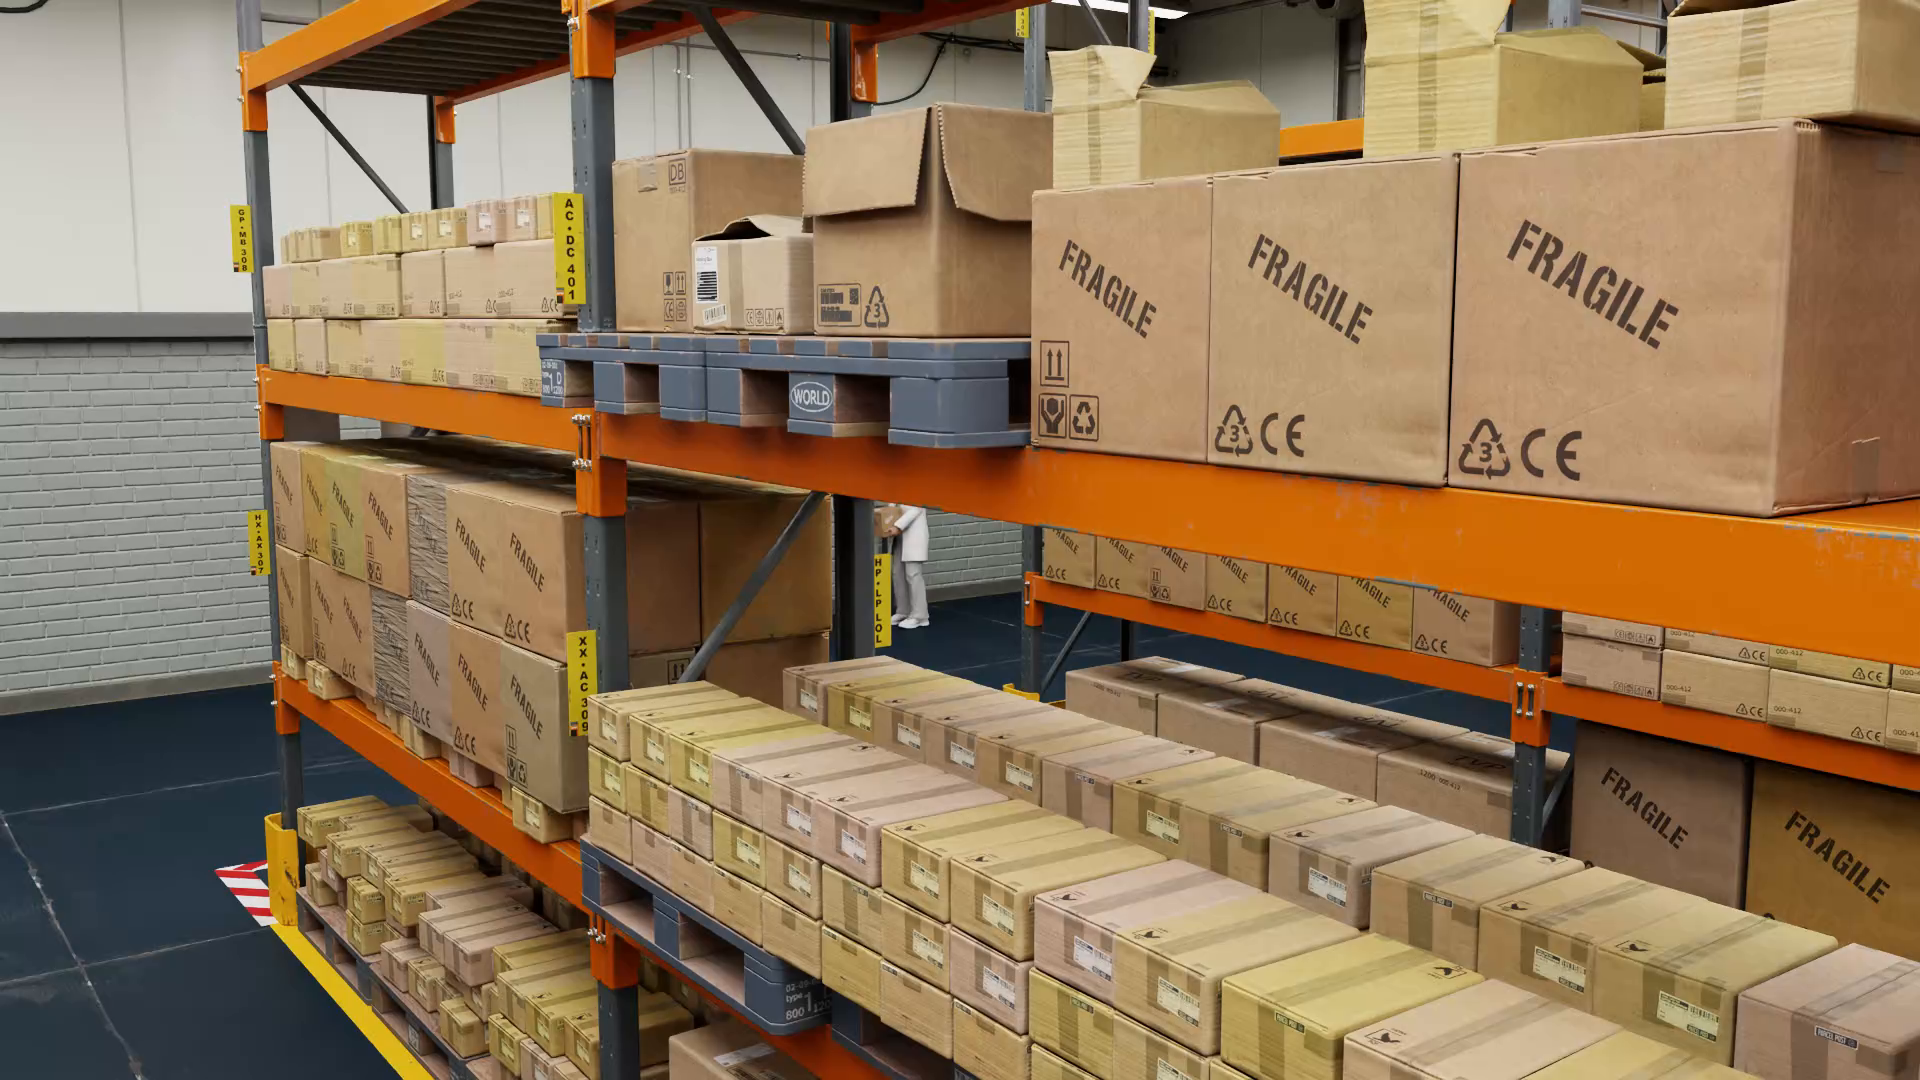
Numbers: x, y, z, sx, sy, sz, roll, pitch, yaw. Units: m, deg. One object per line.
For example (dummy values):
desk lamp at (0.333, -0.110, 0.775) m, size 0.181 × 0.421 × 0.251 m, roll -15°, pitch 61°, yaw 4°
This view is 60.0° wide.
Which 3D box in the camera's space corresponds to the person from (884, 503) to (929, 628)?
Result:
person at (-0.580, -0.016, 16.496) m, size 0.560 × 1.772 × 0.529 m, roll -5°, pitch 9°, yaw -35°
